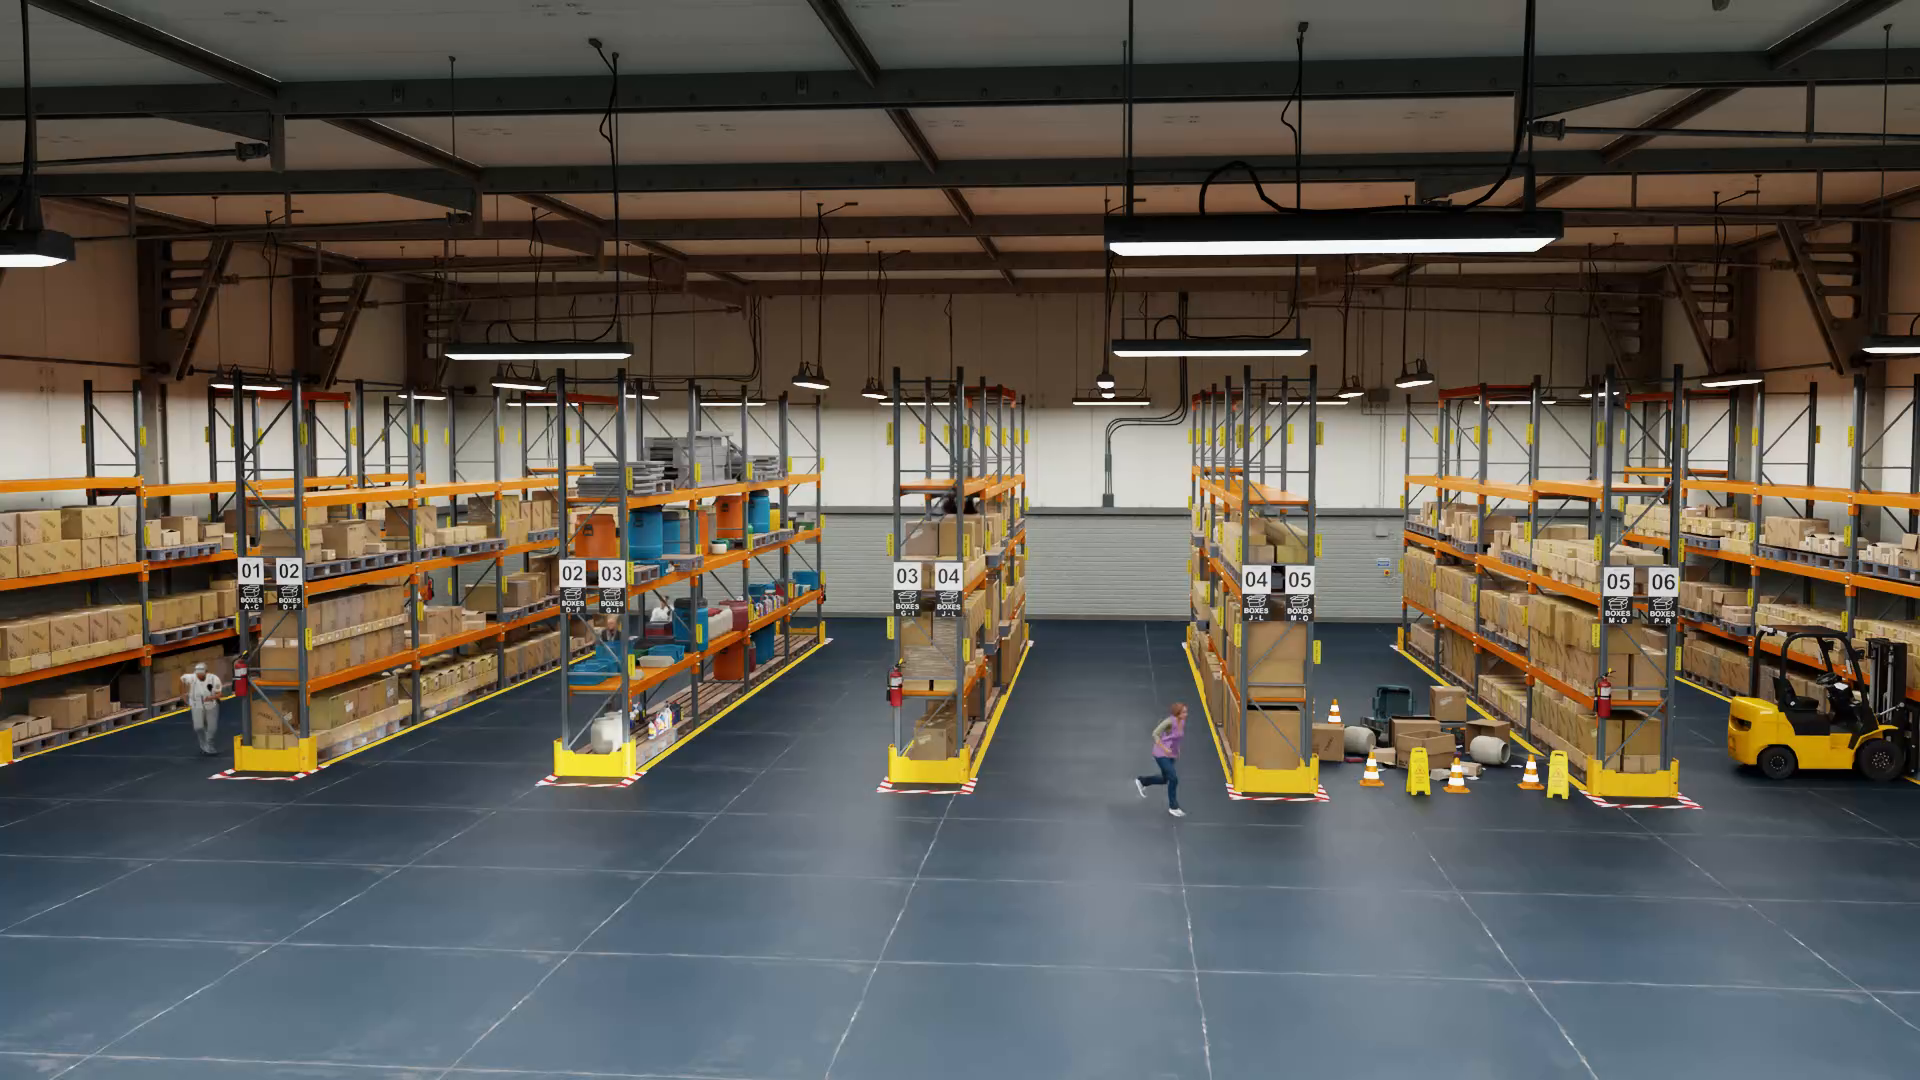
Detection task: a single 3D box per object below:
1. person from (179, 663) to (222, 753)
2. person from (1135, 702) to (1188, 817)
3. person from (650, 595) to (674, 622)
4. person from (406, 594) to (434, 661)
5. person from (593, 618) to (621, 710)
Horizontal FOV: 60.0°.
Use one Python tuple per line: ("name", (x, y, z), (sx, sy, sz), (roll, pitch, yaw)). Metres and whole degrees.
("person", (-11.879, 2.638, 26.029), (0.636, 1.496, 0.859), (-1, 4, -19))
("person", (2.663, 2.888, 22.094), (0.543, 1.547, 0.843), (-3, 5, -43))
("person", (-6.272, 1.978, 35.316), (0.608, 1.674, 0.845), (0, 4, 2))
("person", (-11.453, 1.961, 35.375), (0.636, 1.725, 0.848), (0, 4, 8))
("person", (-6.446, 2.279, 30.758), (0.684, 1.681, 0.649), (0, 4, 1))
